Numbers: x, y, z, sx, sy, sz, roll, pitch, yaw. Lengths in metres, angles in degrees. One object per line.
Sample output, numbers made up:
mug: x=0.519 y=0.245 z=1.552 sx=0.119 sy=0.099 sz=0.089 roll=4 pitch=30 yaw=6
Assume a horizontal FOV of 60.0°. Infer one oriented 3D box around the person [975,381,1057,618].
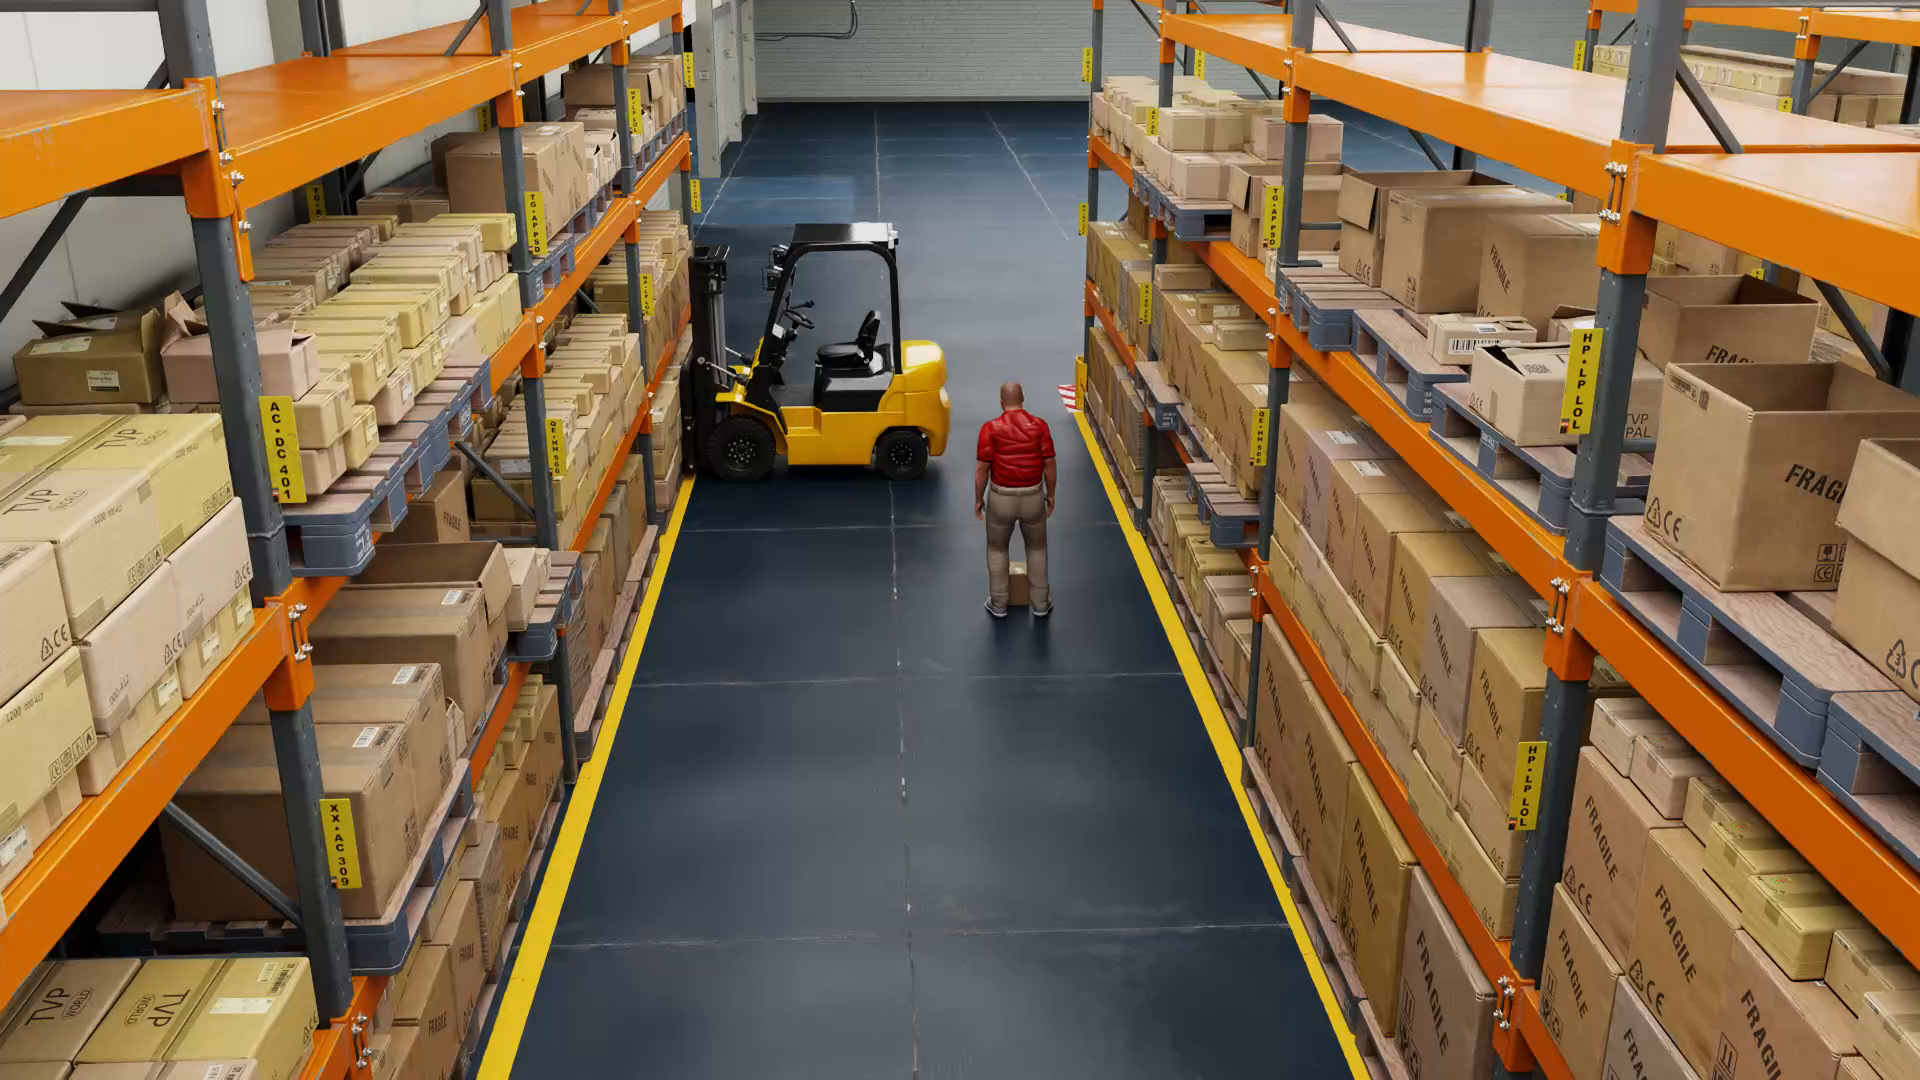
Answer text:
person: x=0.397 y=-0.284 z=11.866 sx=0.602 sy=1.726 sz=0.407 roll=-2 pitch=20 yaw=-6
